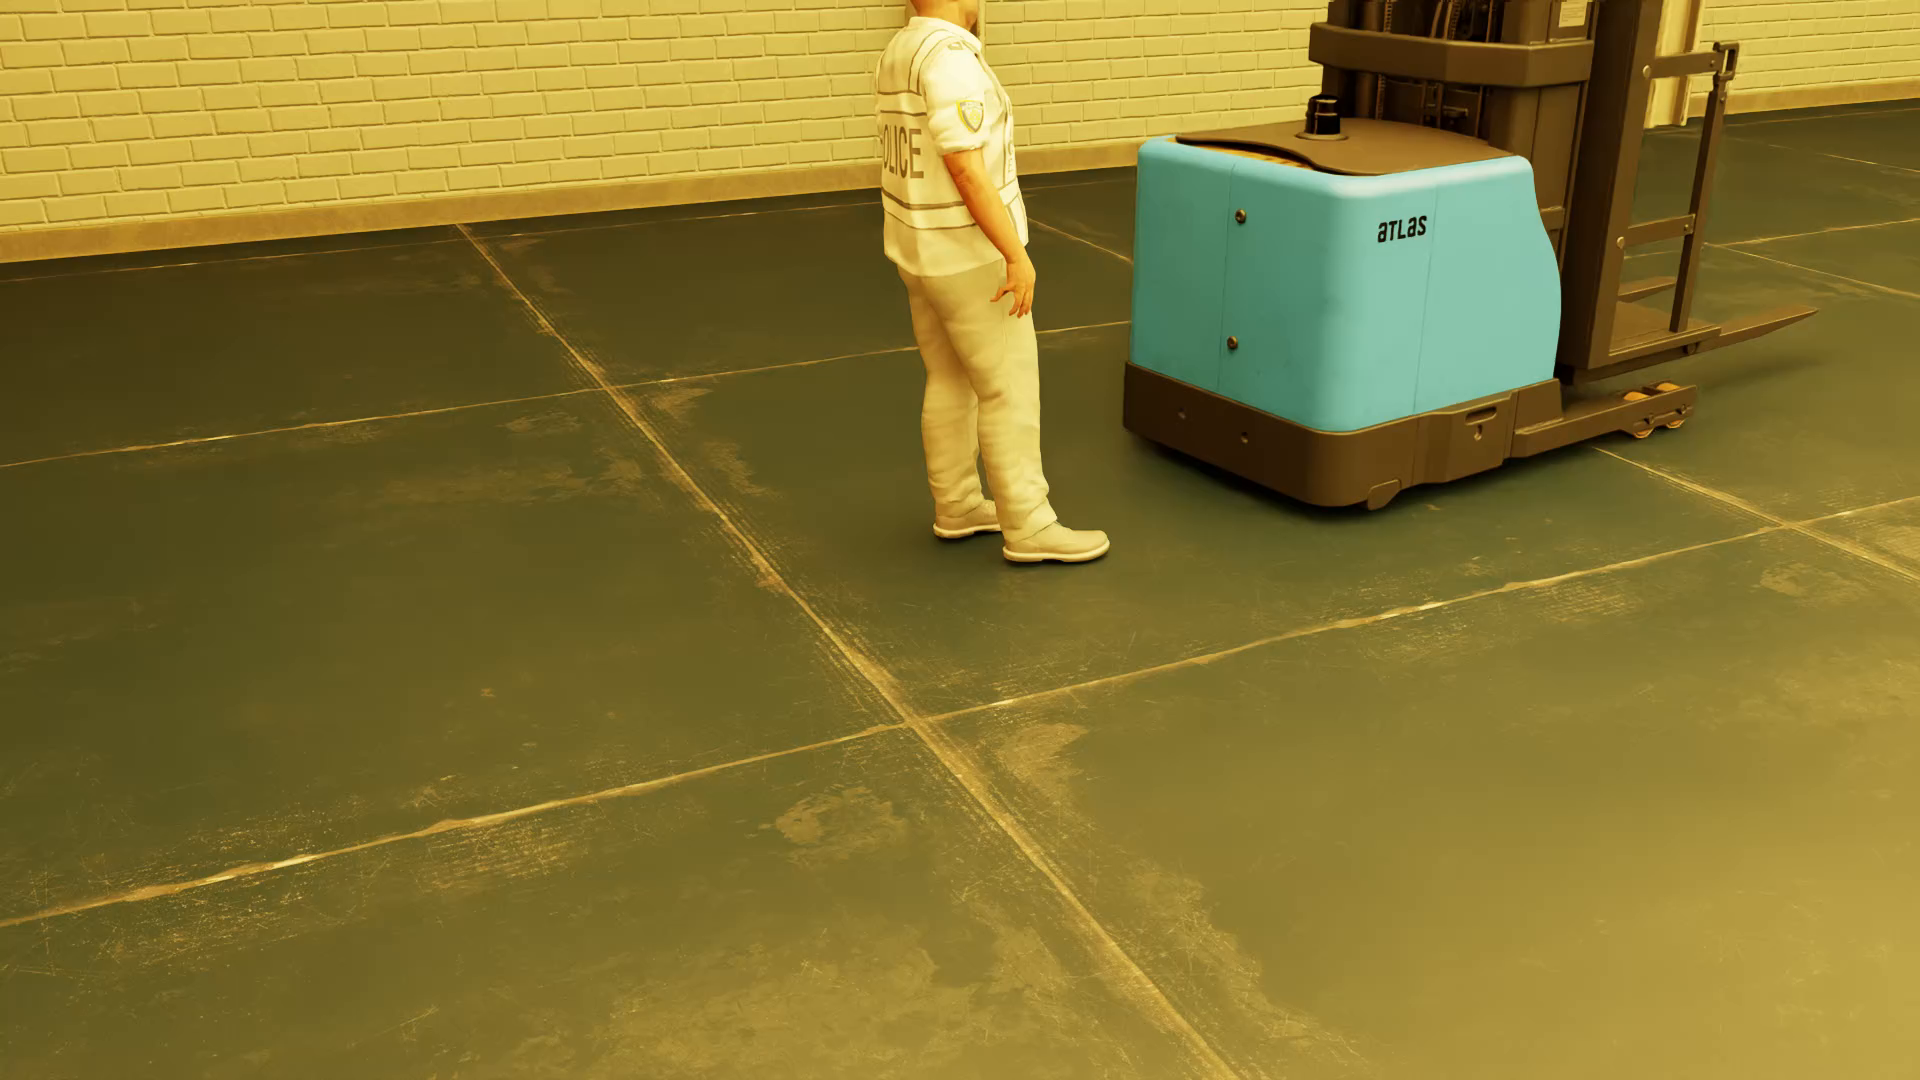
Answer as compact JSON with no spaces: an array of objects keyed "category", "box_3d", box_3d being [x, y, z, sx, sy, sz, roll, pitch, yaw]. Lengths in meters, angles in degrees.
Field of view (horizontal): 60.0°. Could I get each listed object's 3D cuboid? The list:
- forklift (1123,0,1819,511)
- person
[{"category":"forklift","box_3d":[2.080,-1.869,5.785,3.031,2.935,1.130,-15,27,-32]},{"category":"person","box_3d":[0.075,-0.838,4.782,0.575,1.781,0.640,-10,25,-23]}]
